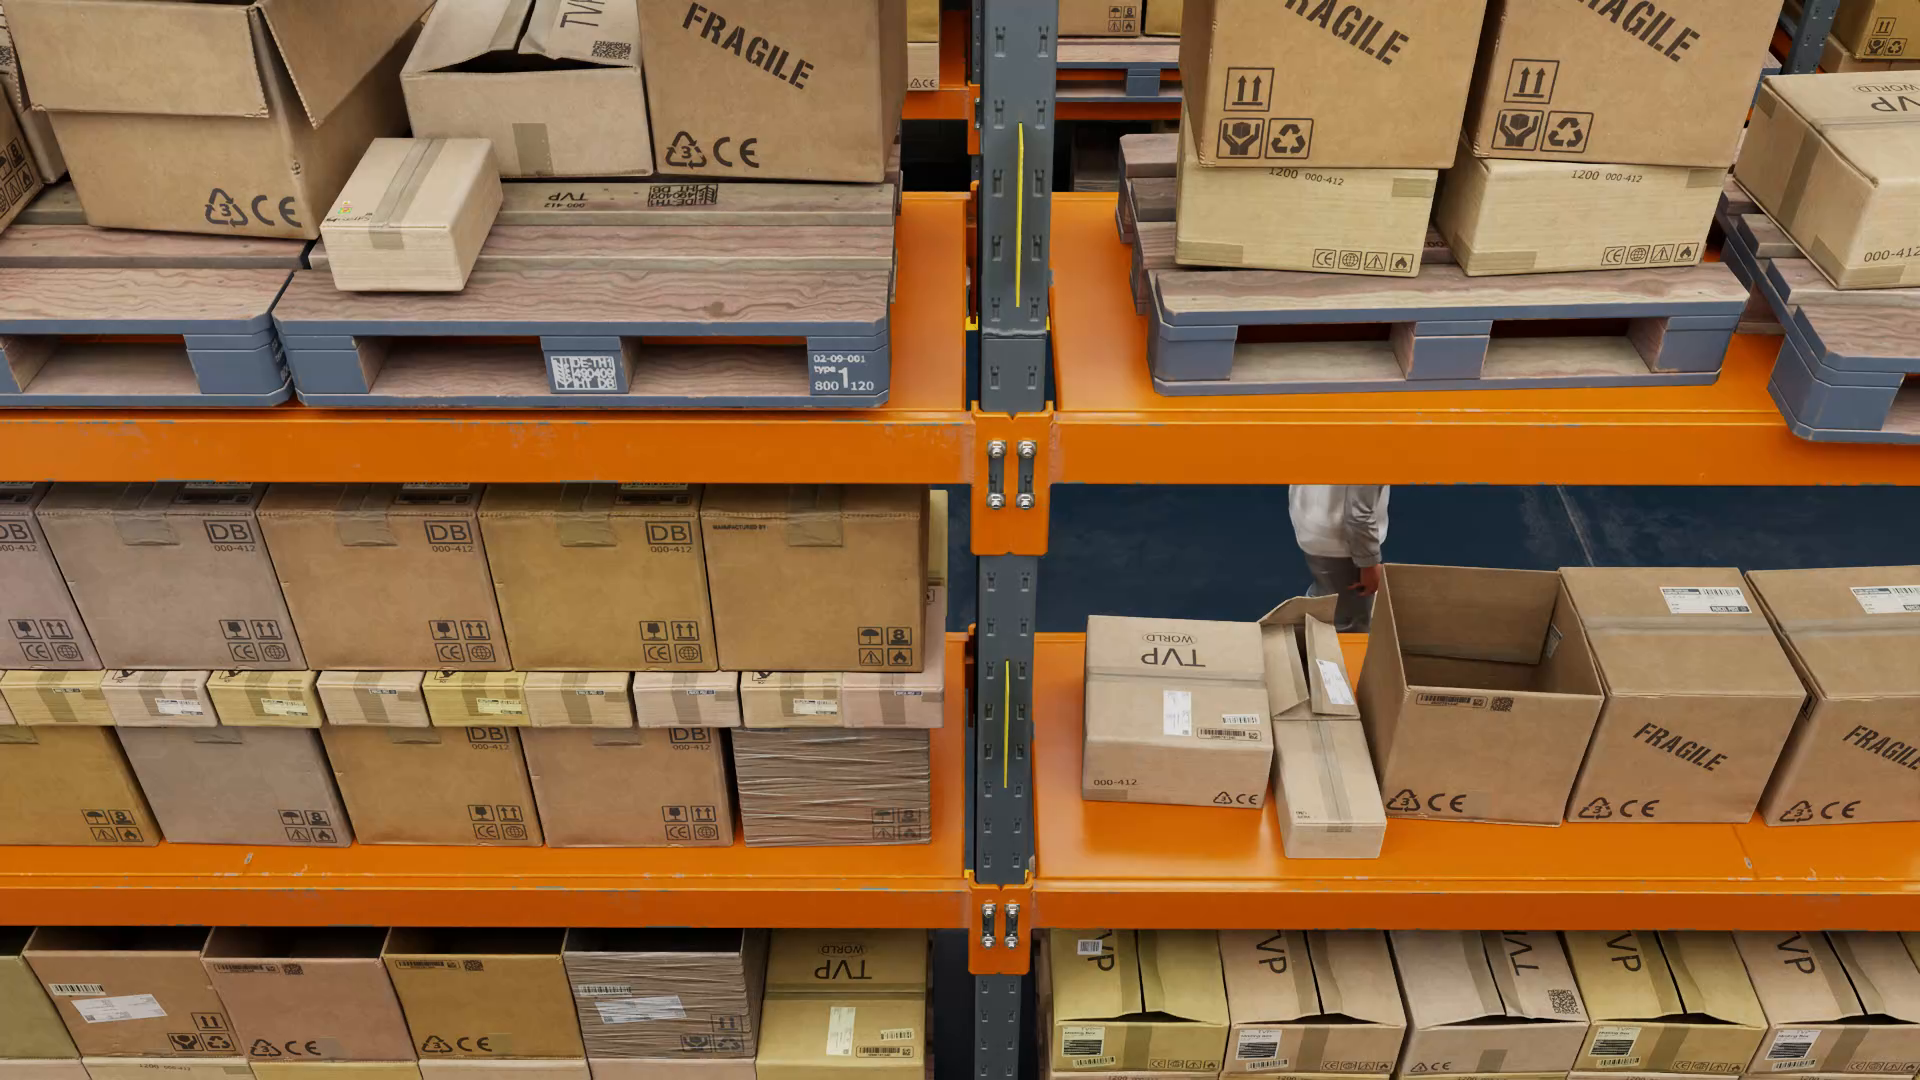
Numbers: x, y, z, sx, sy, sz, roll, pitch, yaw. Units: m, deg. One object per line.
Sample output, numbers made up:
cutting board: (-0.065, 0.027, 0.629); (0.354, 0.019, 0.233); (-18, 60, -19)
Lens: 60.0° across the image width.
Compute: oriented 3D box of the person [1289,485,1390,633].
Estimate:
person: (1.451, -0.057, 6.206); (0.459, 1.769, 0.580); (0, 39, 0)
